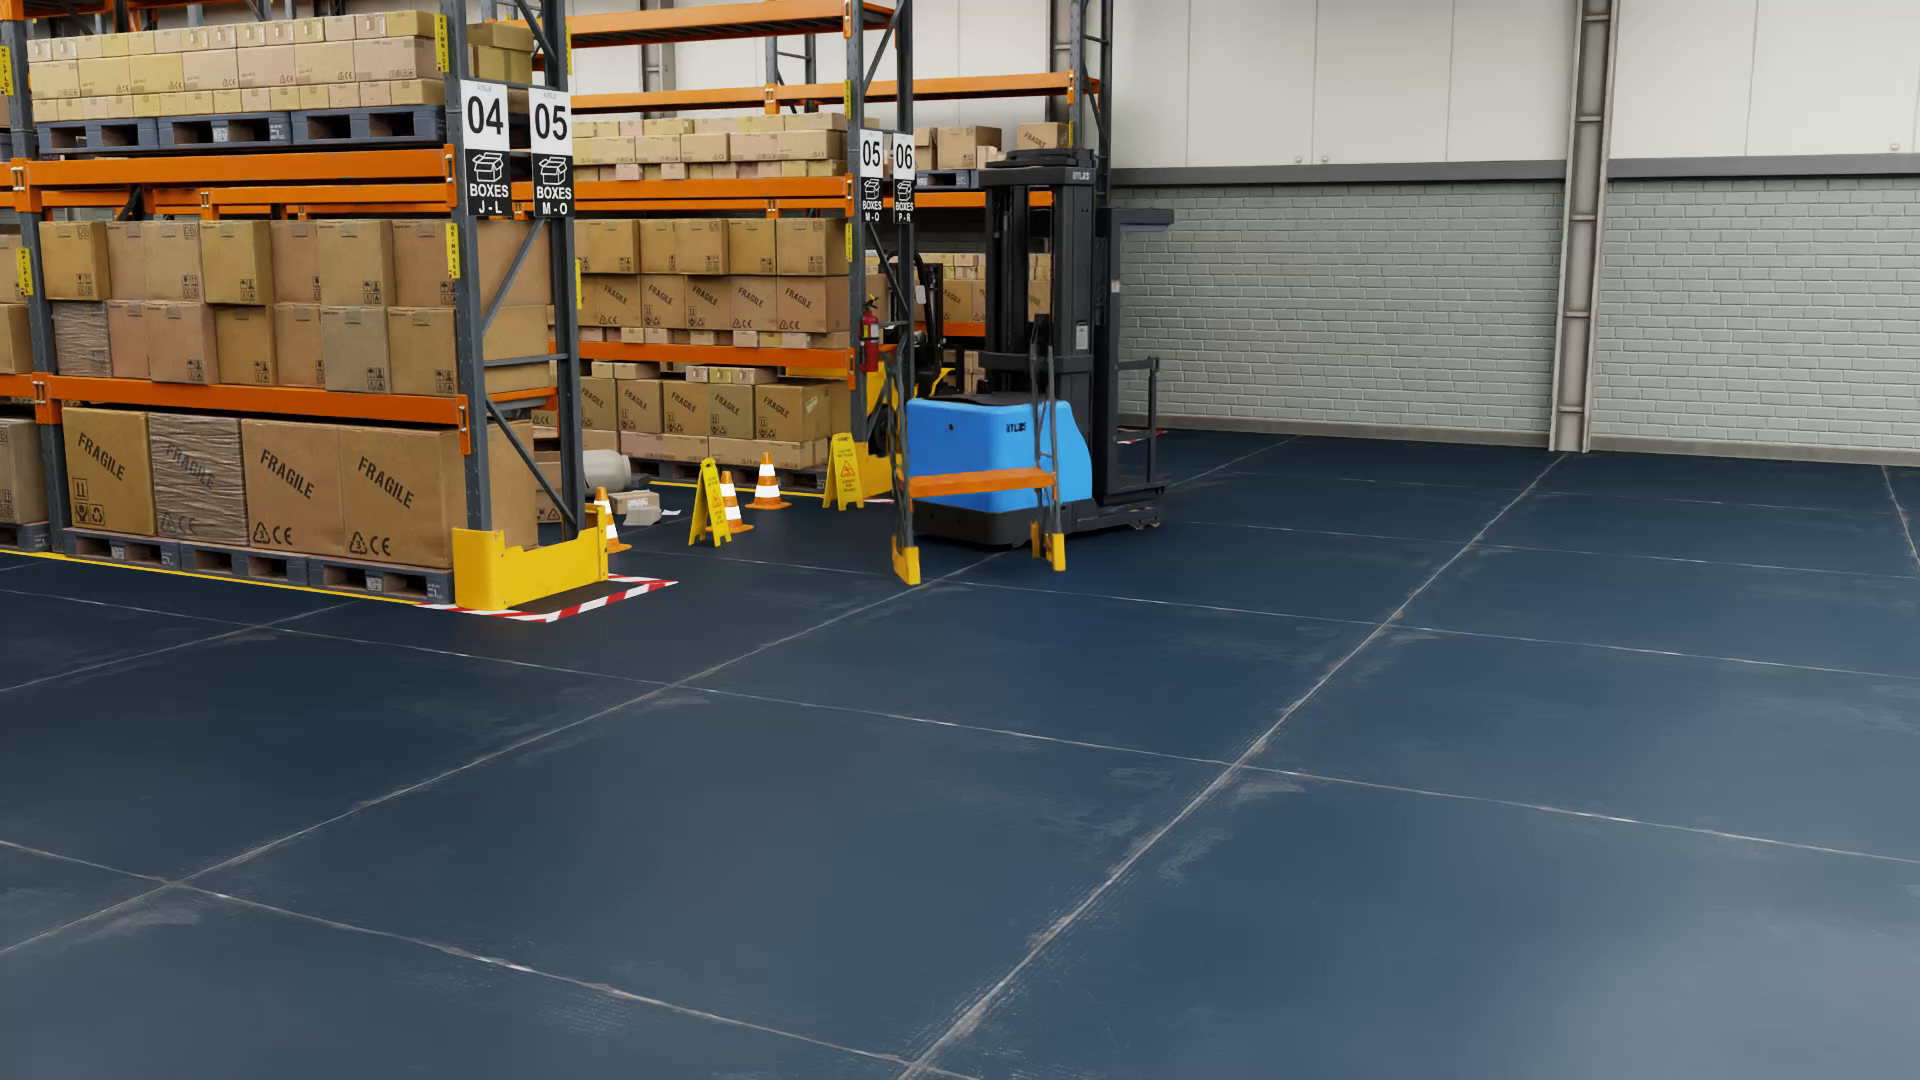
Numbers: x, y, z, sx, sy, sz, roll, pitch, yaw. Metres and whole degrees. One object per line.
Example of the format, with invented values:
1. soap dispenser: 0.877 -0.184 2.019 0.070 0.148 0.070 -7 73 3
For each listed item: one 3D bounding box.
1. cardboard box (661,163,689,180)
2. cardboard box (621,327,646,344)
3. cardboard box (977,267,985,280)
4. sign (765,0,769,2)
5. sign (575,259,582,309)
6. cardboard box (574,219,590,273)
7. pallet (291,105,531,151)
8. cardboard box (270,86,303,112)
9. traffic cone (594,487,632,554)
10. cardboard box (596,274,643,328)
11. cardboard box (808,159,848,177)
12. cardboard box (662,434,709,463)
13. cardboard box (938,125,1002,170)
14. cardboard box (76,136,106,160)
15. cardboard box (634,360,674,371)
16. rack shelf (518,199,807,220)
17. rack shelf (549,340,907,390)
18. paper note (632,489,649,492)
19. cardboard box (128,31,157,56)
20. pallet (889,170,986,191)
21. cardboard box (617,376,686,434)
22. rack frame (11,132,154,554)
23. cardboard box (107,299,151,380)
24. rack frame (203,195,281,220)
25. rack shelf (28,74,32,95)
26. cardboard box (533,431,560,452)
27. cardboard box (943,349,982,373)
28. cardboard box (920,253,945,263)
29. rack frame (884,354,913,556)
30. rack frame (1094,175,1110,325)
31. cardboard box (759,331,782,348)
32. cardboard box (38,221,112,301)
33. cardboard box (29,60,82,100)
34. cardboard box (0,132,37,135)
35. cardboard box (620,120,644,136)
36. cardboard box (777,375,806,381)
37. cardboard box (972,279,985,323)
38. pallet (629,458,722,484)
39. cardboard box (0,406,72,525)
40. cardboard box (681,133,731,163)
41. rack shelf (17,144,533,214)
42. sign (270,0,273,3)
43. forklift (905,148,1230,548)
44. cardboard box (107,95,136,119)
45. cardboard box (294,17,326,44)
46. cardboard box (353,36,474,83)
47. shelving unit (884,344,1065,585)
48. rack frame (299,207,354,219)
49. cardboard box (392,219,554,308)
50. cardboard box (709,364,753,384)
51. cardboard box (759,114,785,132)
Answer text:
1. cardboard box: -2.538 -3.388 15.311 0.250 0.149 0.380 5 11 25
2. cardboard box: -3.001 -1.952 15.797 0.250 0.149 0.380 5 11 26
3. cardboard box: 0.395 -3.149 19.607 0.250 0.149 0.380 5 11 25
4. sign: -2.321 -6.410 20.033 0.005 0.325 0.100 5 11 26
5. sign: -2.546 -1.693 11.009 0.005 0.325 0.100 5 11 26
6. cardboard box: -3.538 -2.828 16.011 0.500 0.500 0.700 5 11 26
7. pallet: -3.467 -2.629 10.660 1.213 0.211 1.003 5 11 26
8. cardboard box: -4.158 -2.800 10.604 0.250 0.149 0.380 5 11 25
9. traffic cone: -2.645 -0.160 12.316 0.334 0.463 0.336 5 11 26
10. cardboard box: -3.108 -2.293 15.859 0.500 0.500 0.500 5 11 25
11. cardboard box: -1.141 -3.274 14.682 0.250 0.149 0.380 5 11 26
12. cardboard box: -2.474 -0.895 15.795 0.500 0.250 0.500 5 11 24
13. cardboard box: 0.116 -4.605 19.589 0.500 0.500 0.700 5 11 26
14. cardboard box: -9.581 -4.393 18.699 0.500 0.500 0.500 5 11 26
15. cardboard box: -3.932 -2.245 22.203 0.625 0.625 0.875 5 11 23
16. rack shelf: -3.885 -4.326 21.809 4.000 0.370 1.077 5 11 26
17. rack shelf: -2.491 -1.742 15.953 4.000 0.370 1.077 5 11 26
18. paper note: -2.913 -0.447 15.113 0.148 0.019 0.142 1 10 6
19. cardboard box: -5.293 -3.293 11.085 0.250 0.149 0.380 5 11 26
20. pallet: -0.225 -4.320 20.001 1.213 0.211 1.003 5 11 26
21. cardboard box: -2.925 -1.305 15.955 0.500 0.500 0.500 6 12 29
22. rack frame: -6.384 -1.455 12.347 0.127 3.000 1.000 5 11 26
23. cardboard box: -5.545 -1.462 11.965 0.550 0.550 0.875 5 11 26
24. rack frame: -7.872 -2.569 18.501 0.127 3.000 1.000 5 11 26
25. rack shelf: -9.665 -5.128 18.937 4.000 0.370 1.077 5 11 26
26. cardboard box: -3.926 -0.723 15.315 0.500 0.500 0.500 -4 11 -23
27. cardboard box: 0.027 -2.141 19.872 0.500 0.250 0.500 5 11 27
28. cardboard box: -0.297 -3.361 19.939 0.250 0.149 0.380 5 11 27
29. rack frame: -0.405 -0.486 11.143 0.032 1.500 0.500 -5 9 -12
30. rack frame: 1.496 -2.731 19.400 0.127 3.000 1.000 5 11 26
31. cardboard box: -1.624 -1.836 15.157 0.250 0.149 0.380 5 11 25
32. cardboard box: -6.069 -2.026 12.047 0.550 0.550 0.875 5 11 26
33. cardboard box: -6.070 -3.176 11.561 0.500 0.250 0.500 5 11 26
34. cardboard box: -7.204 -3.185 12.727 0.380 0.149 0.250 5 11 26
35. cardboard box: -2.954 -3.828 15.500 0.250 0.149 0.380 5 11 25
36. cardboard box: -1.791 -1.311 15.988 0.500 0.500 0.500 5 11 24
37. cardboard box: 0.477 -2.820 19.608 0.500 0.500 0.500 5 12 28
38. pallet: -2.569 -0.738 16.217 1.213 0.211 1.003 5 11 26
39. cardboard box: -6.981 -0.589 12.701 0.750 0.750 1.050 5 11 26
40. cardboard box: -2.193 -3.564 15.165 0.500 0.250 0.500 5 12 27
41. rack shelf: -4.591 -2.420 11.274 4.000 0.370 1.077 5 11 26
42. sign: -7.640 -6.107 18.360 0.005 0.325 0.100 5 11 26
43. forklift: 0.989 -1.580 13.228 3.031 2.935 1.130 -10 14 -43
44. cardboard box: -5.527 -2.921 11.268 0.250 0.149 0.380 5 11 25
45. cardboard box: -3.935 -3.173 10.424 0.250 0.149 0.380 5 12 27
46. cardboard box: -3.360 -2.938 10.246 0.500 0.250 0.500 5 11 27
47. shelving unit: 0.082 -0.530 11.243 1.083 1.500 0.587 -5 9 -12
48. rack frame: -9.266 -3.677 24.625 0.127 3.000 1.000 5 11 26
49. cardboard box: -3.113 -1.780 10.692 0.550 0.550 0.875 5 11 26
50. cardboard box: -2.114 -1.540 15.432 0.250 0.149 0.380 5 12 27
51. cardboard box: -1.583 -3.706 14.830 0.250 0.149 0.380 5 11 25
